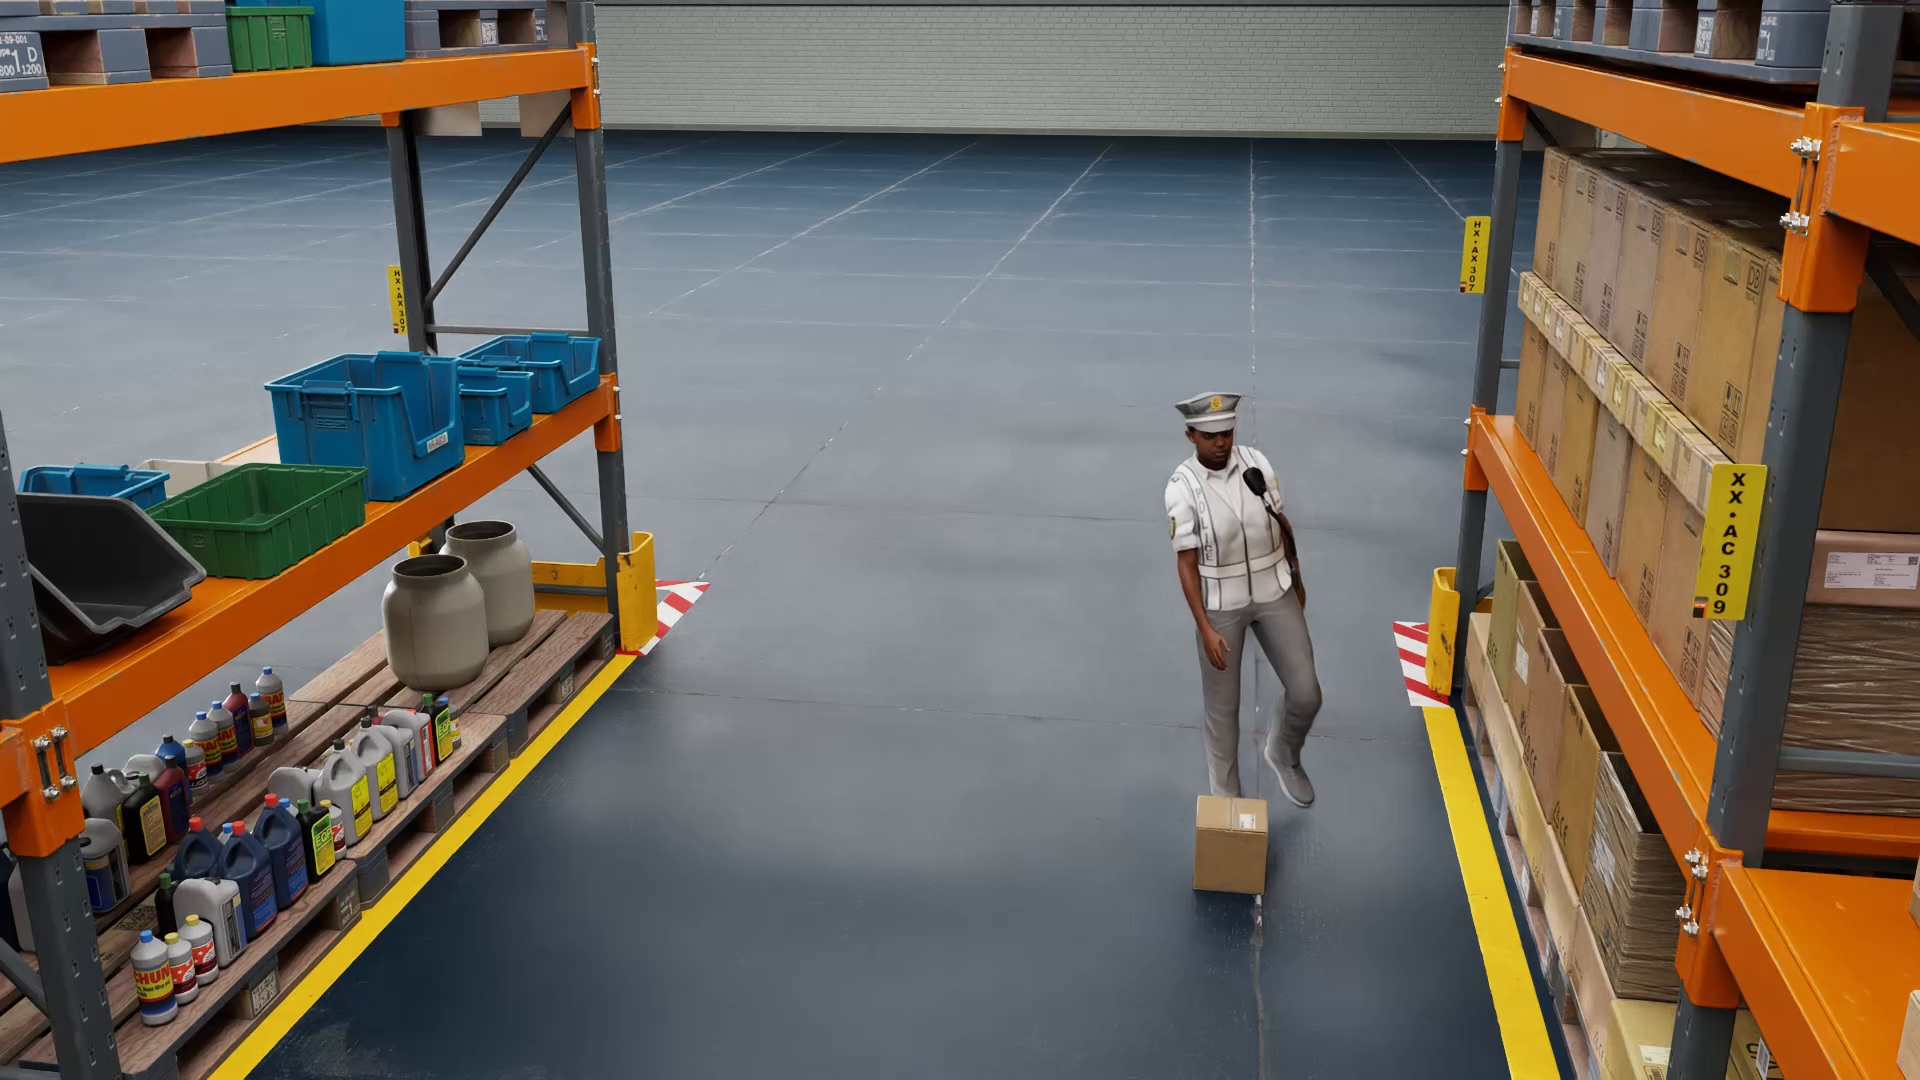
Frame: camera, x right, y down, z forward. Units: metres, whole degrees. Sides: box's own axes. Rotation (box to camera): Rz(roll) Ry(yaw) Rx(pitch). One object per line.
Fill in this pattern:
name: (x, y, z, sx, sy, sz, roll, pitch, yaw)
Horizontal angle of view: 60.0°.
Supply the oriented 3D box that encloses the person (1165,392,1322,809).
person: (1.072, 0.273, 6.159, 0.636, 1.681, 0.472, -1, 18, -4)
